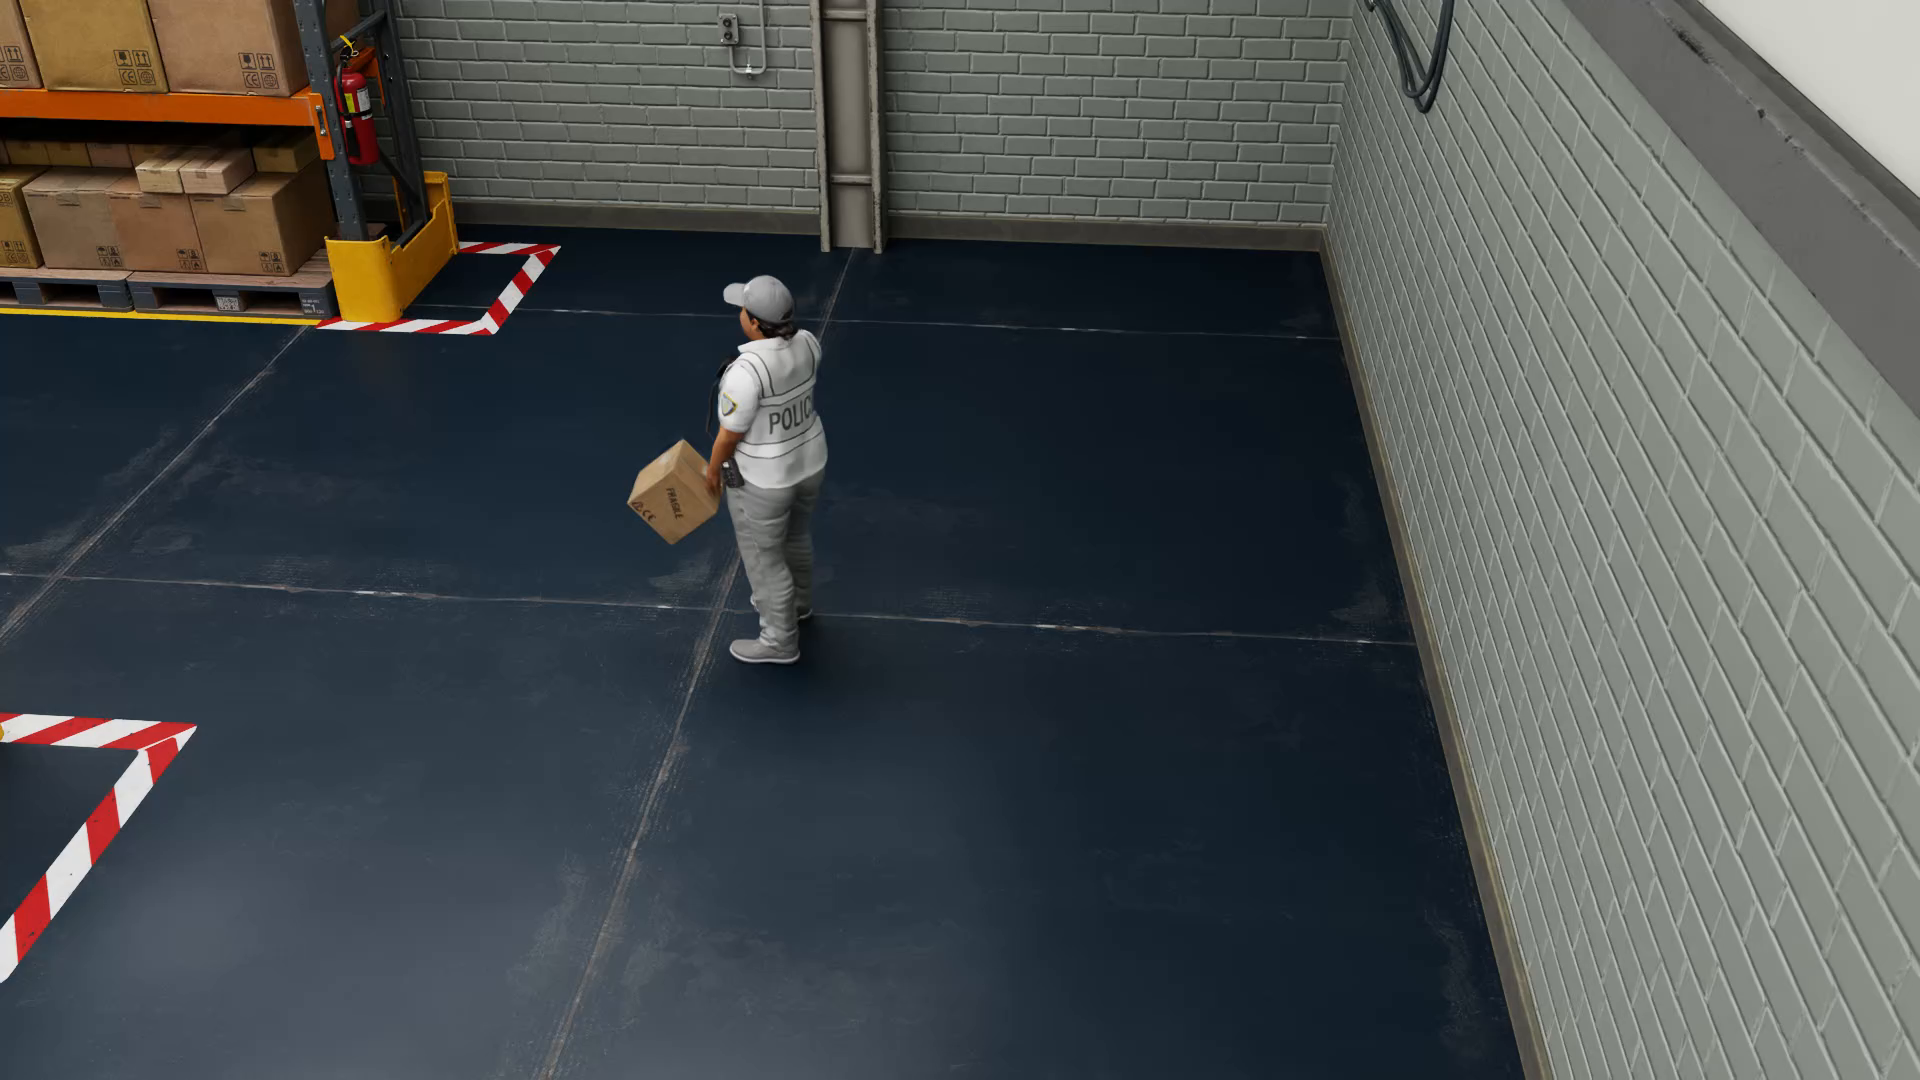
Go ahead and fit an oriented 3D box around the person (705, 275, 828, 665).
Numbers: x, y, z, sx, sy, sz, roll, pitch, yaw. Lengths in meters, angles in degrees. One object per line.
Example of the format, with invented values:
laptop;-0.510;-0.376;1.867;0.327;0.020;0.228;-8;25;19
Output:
person;-0.794;-0.285;6.569;0.511;1.667;0.512;20;37;29
